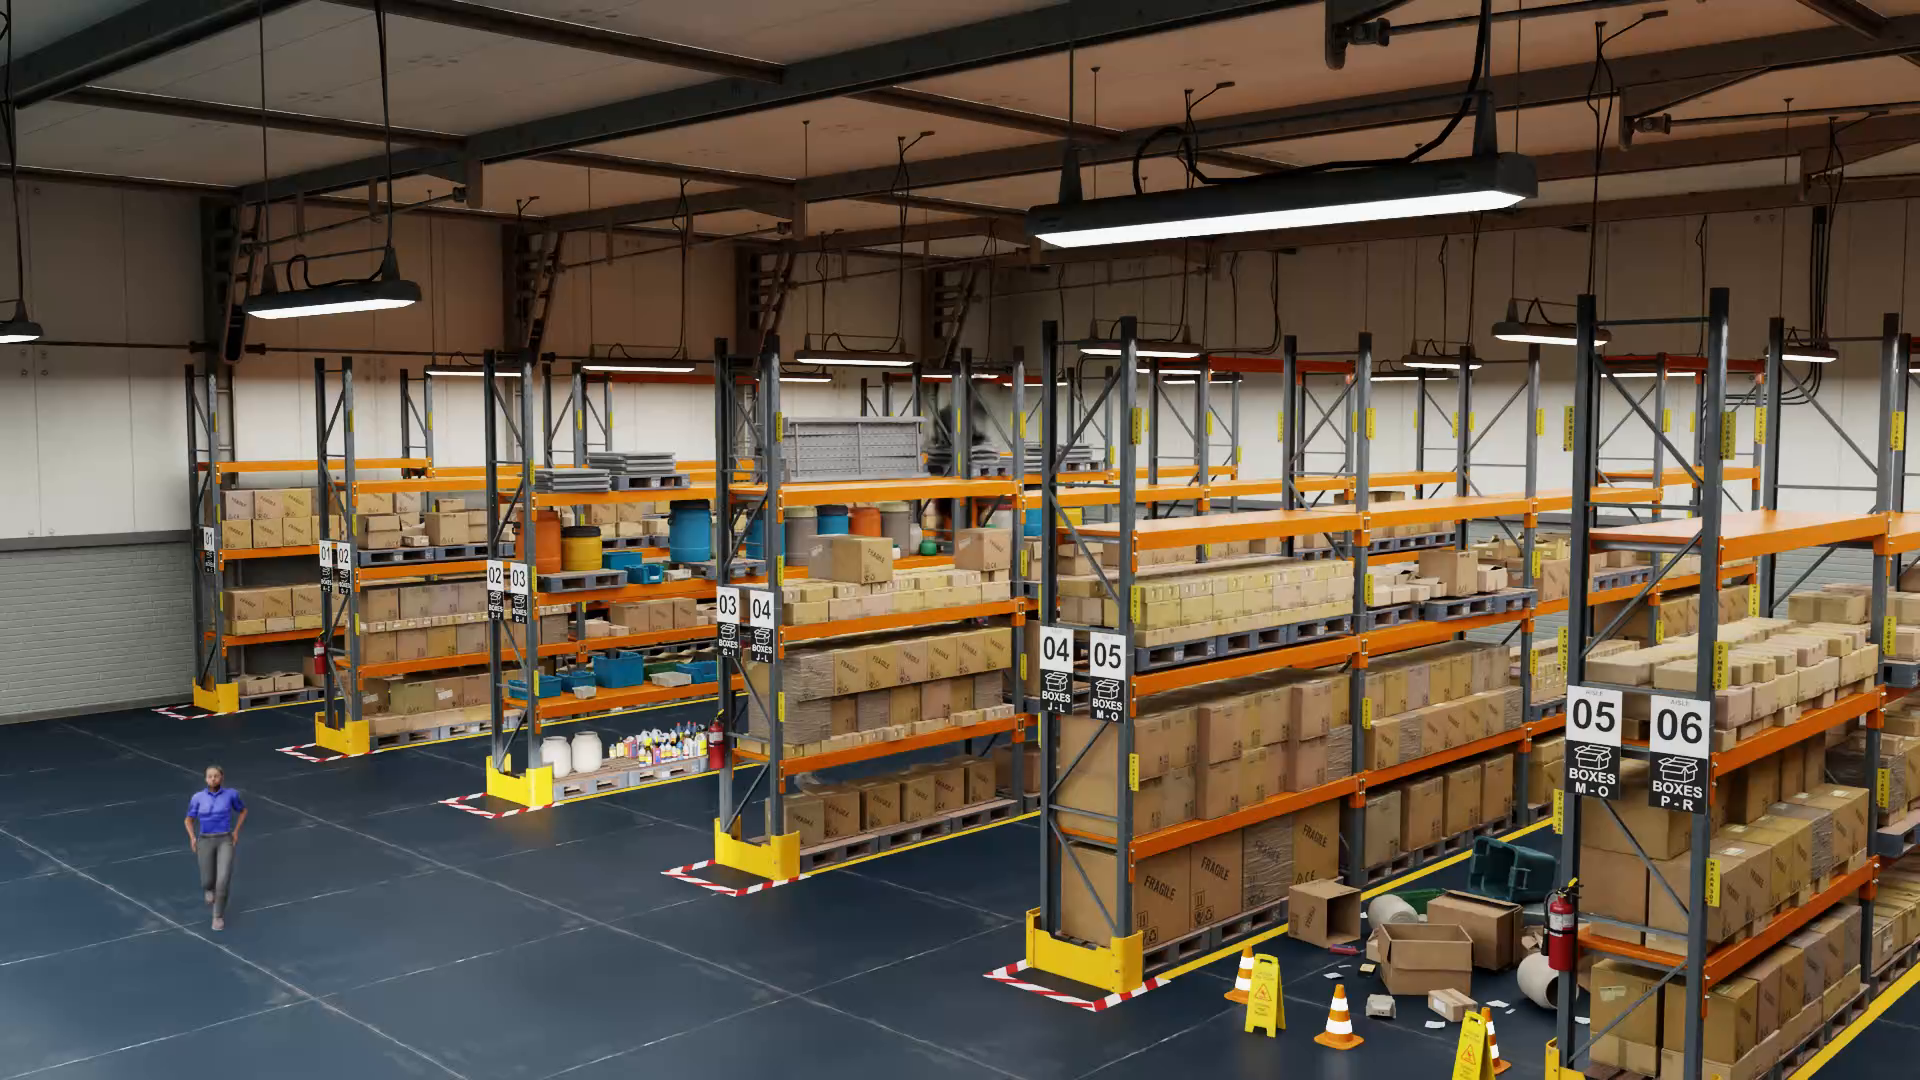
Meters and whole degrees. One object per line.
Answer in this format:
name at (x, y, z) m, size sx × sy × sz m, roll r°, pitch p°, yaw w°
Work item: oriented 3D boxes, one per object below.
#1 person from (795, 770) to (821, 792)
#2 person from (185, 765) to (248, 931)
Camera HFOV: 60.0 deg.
person at (-1.955, 2.672, 21.231) m, size 0.530 × 1.739 × 0.689 m, roll -4°, pitch 6°, yaw -45°
person at (-7.531, 3.082, 16.862) m, size 0.584 × 1.628 × 0.668 m, roll -2°, pitch 5°, yaw -23°
